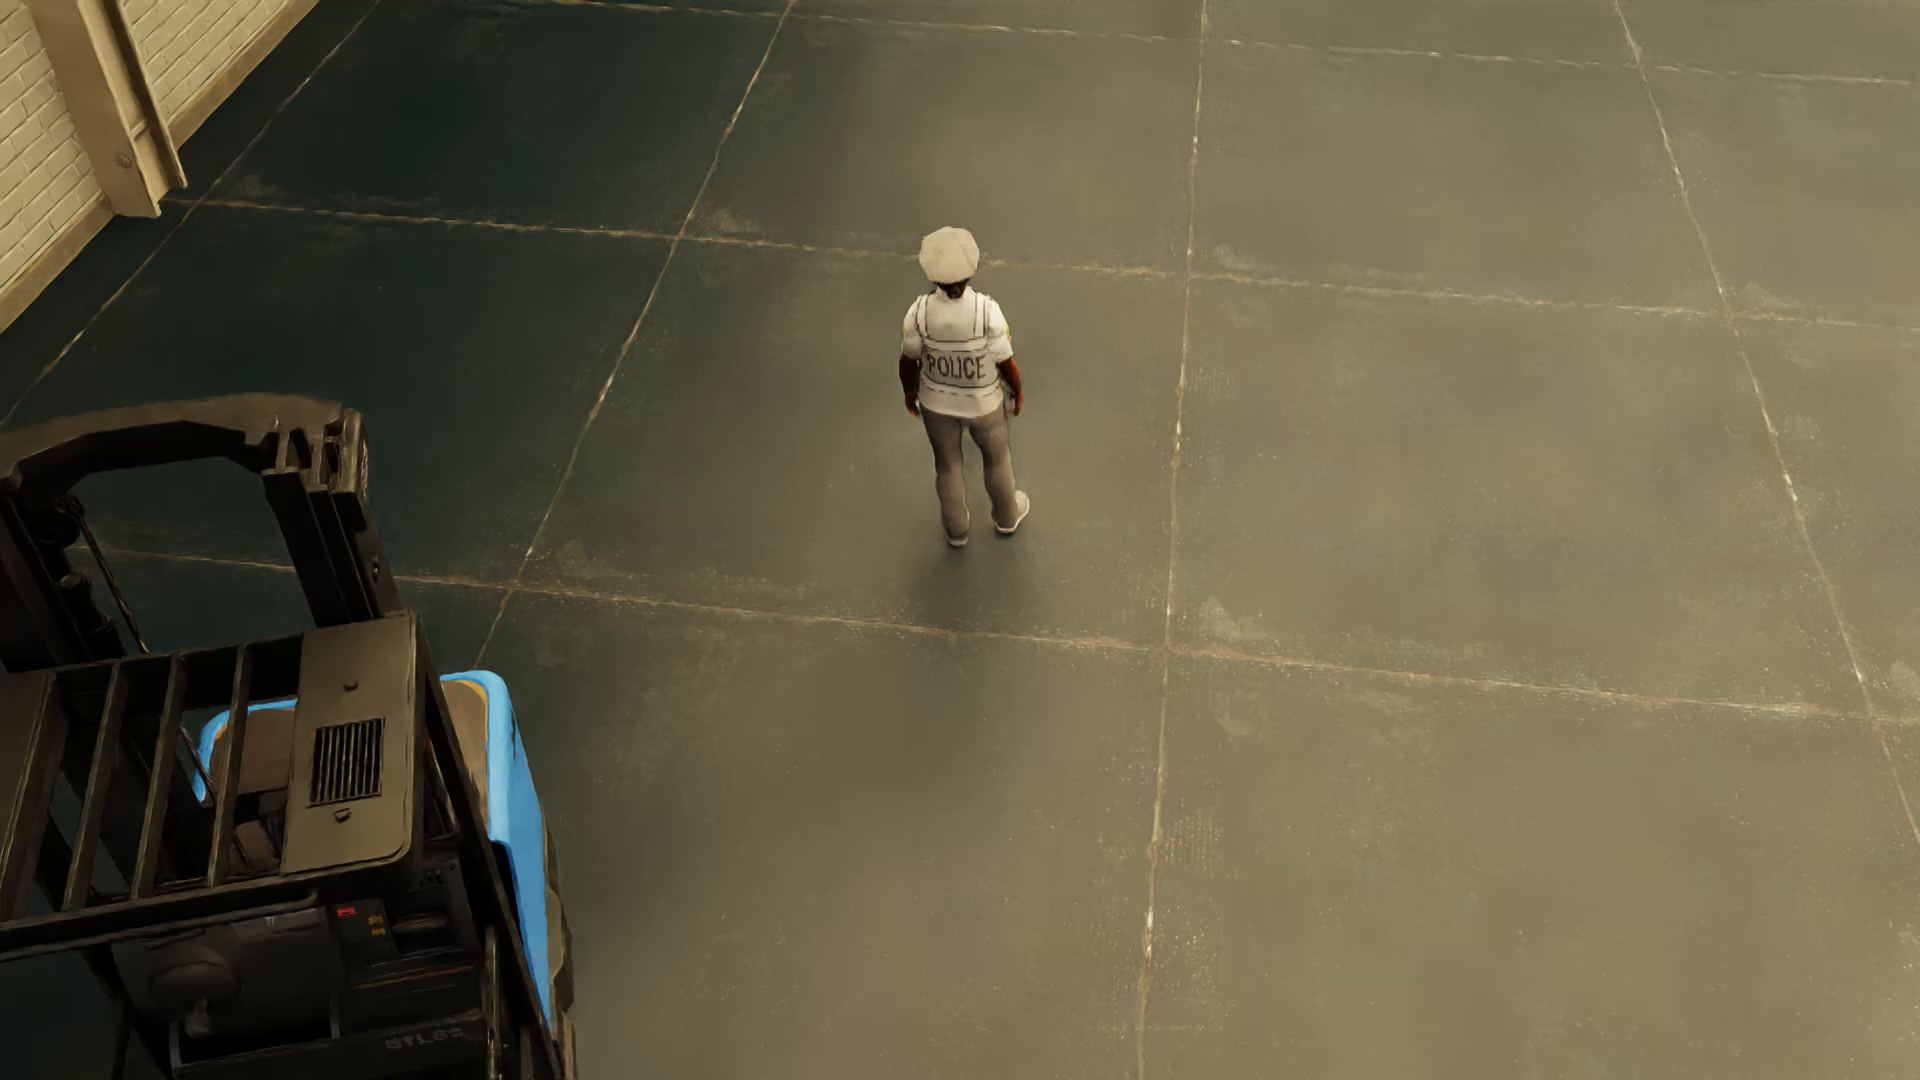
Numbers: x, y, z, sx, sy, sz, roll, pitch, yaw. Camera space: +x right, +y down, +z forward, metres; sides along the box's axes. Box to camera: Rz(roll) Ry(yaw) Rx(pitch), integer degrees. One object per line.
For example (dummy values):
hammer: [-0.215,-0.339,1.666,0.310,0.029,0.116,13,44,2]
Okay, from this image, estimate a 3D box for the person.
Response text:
person: [0.029,-0.678,7.365,0.570,1.695,0.529,5,43,6]

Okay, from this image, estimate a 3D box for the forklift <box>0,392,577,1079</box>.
forklift: [-1.779,1.199,4.419,1.130,2.935,3.031,-8,43,-9]
